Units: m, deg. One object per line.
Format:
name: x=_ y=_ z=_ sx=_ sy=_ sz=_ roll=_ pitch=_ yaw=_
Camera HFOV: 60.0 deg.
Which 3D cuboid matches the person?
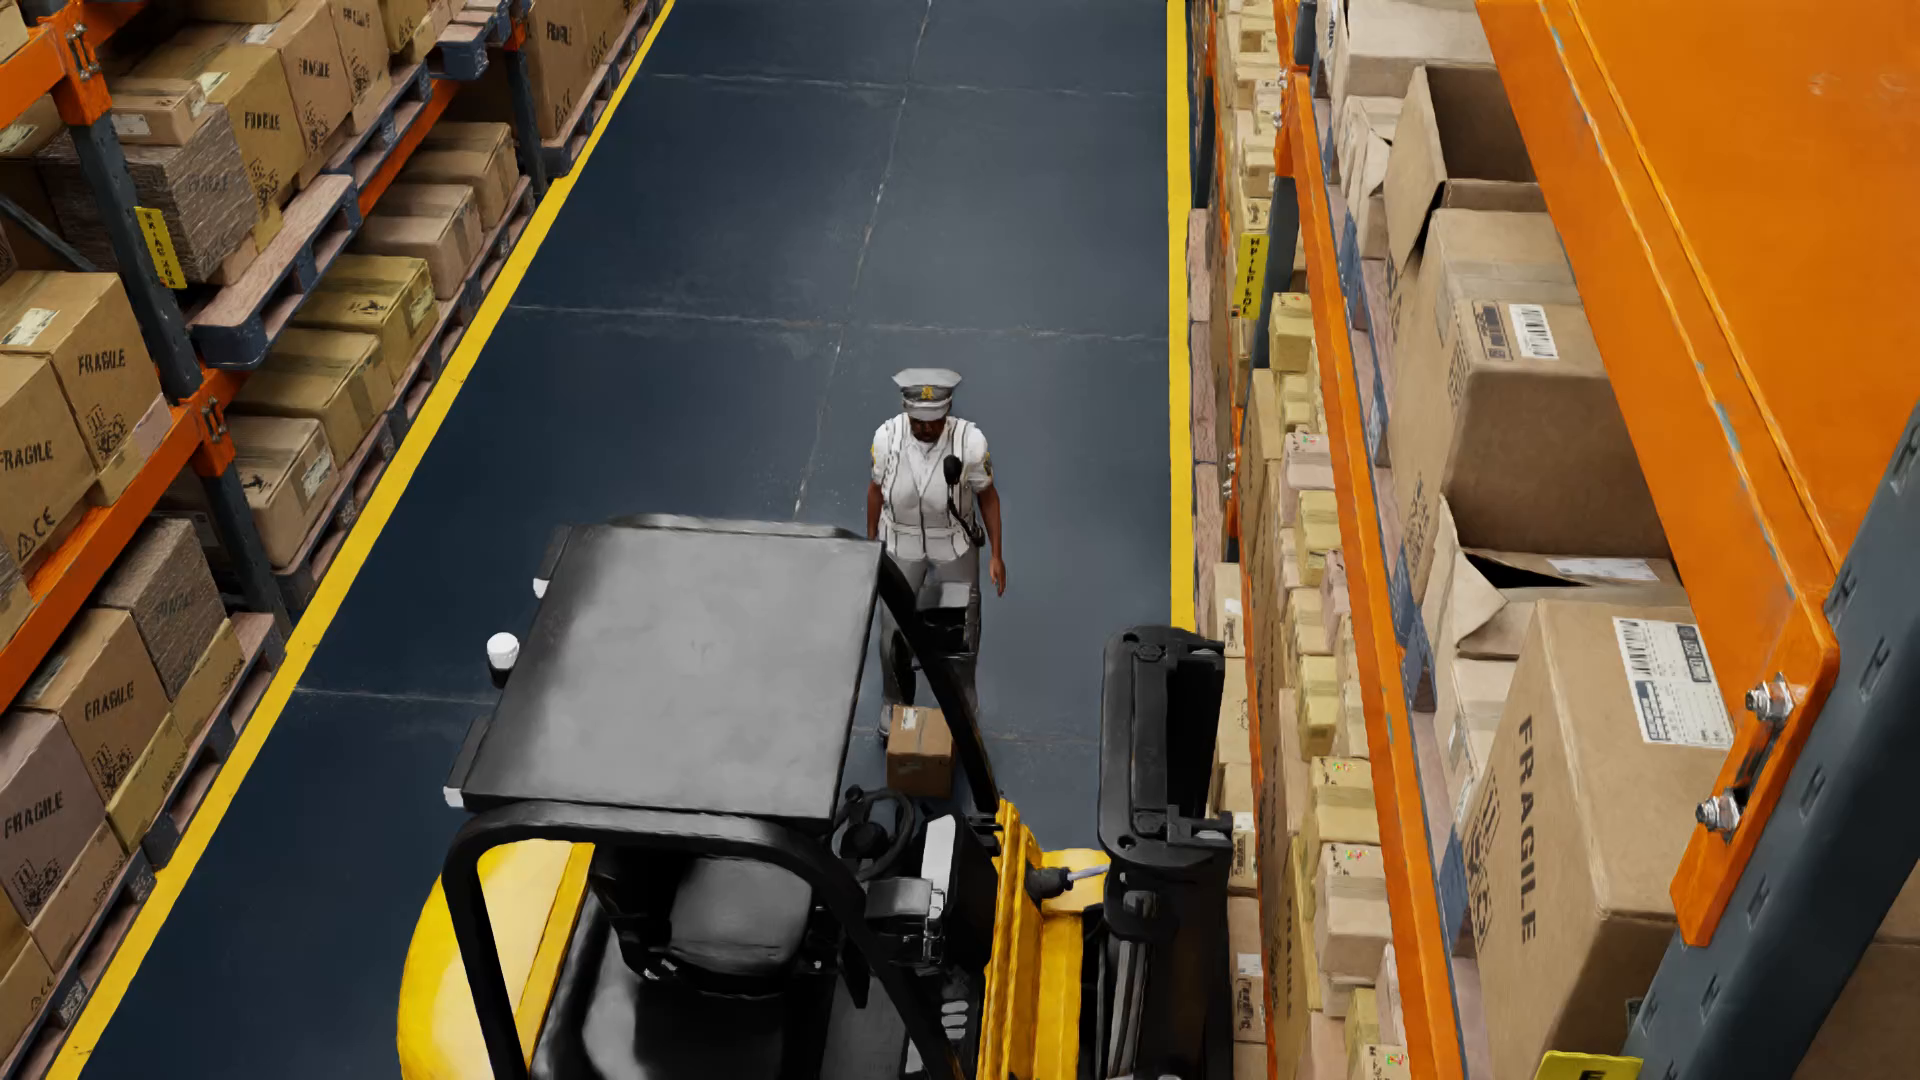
person: x=-0.094 y=0.073 z=6.383 sx=0.552 sy=1.665 sz=0.501 roll=4 pitch=40 yaw=5
